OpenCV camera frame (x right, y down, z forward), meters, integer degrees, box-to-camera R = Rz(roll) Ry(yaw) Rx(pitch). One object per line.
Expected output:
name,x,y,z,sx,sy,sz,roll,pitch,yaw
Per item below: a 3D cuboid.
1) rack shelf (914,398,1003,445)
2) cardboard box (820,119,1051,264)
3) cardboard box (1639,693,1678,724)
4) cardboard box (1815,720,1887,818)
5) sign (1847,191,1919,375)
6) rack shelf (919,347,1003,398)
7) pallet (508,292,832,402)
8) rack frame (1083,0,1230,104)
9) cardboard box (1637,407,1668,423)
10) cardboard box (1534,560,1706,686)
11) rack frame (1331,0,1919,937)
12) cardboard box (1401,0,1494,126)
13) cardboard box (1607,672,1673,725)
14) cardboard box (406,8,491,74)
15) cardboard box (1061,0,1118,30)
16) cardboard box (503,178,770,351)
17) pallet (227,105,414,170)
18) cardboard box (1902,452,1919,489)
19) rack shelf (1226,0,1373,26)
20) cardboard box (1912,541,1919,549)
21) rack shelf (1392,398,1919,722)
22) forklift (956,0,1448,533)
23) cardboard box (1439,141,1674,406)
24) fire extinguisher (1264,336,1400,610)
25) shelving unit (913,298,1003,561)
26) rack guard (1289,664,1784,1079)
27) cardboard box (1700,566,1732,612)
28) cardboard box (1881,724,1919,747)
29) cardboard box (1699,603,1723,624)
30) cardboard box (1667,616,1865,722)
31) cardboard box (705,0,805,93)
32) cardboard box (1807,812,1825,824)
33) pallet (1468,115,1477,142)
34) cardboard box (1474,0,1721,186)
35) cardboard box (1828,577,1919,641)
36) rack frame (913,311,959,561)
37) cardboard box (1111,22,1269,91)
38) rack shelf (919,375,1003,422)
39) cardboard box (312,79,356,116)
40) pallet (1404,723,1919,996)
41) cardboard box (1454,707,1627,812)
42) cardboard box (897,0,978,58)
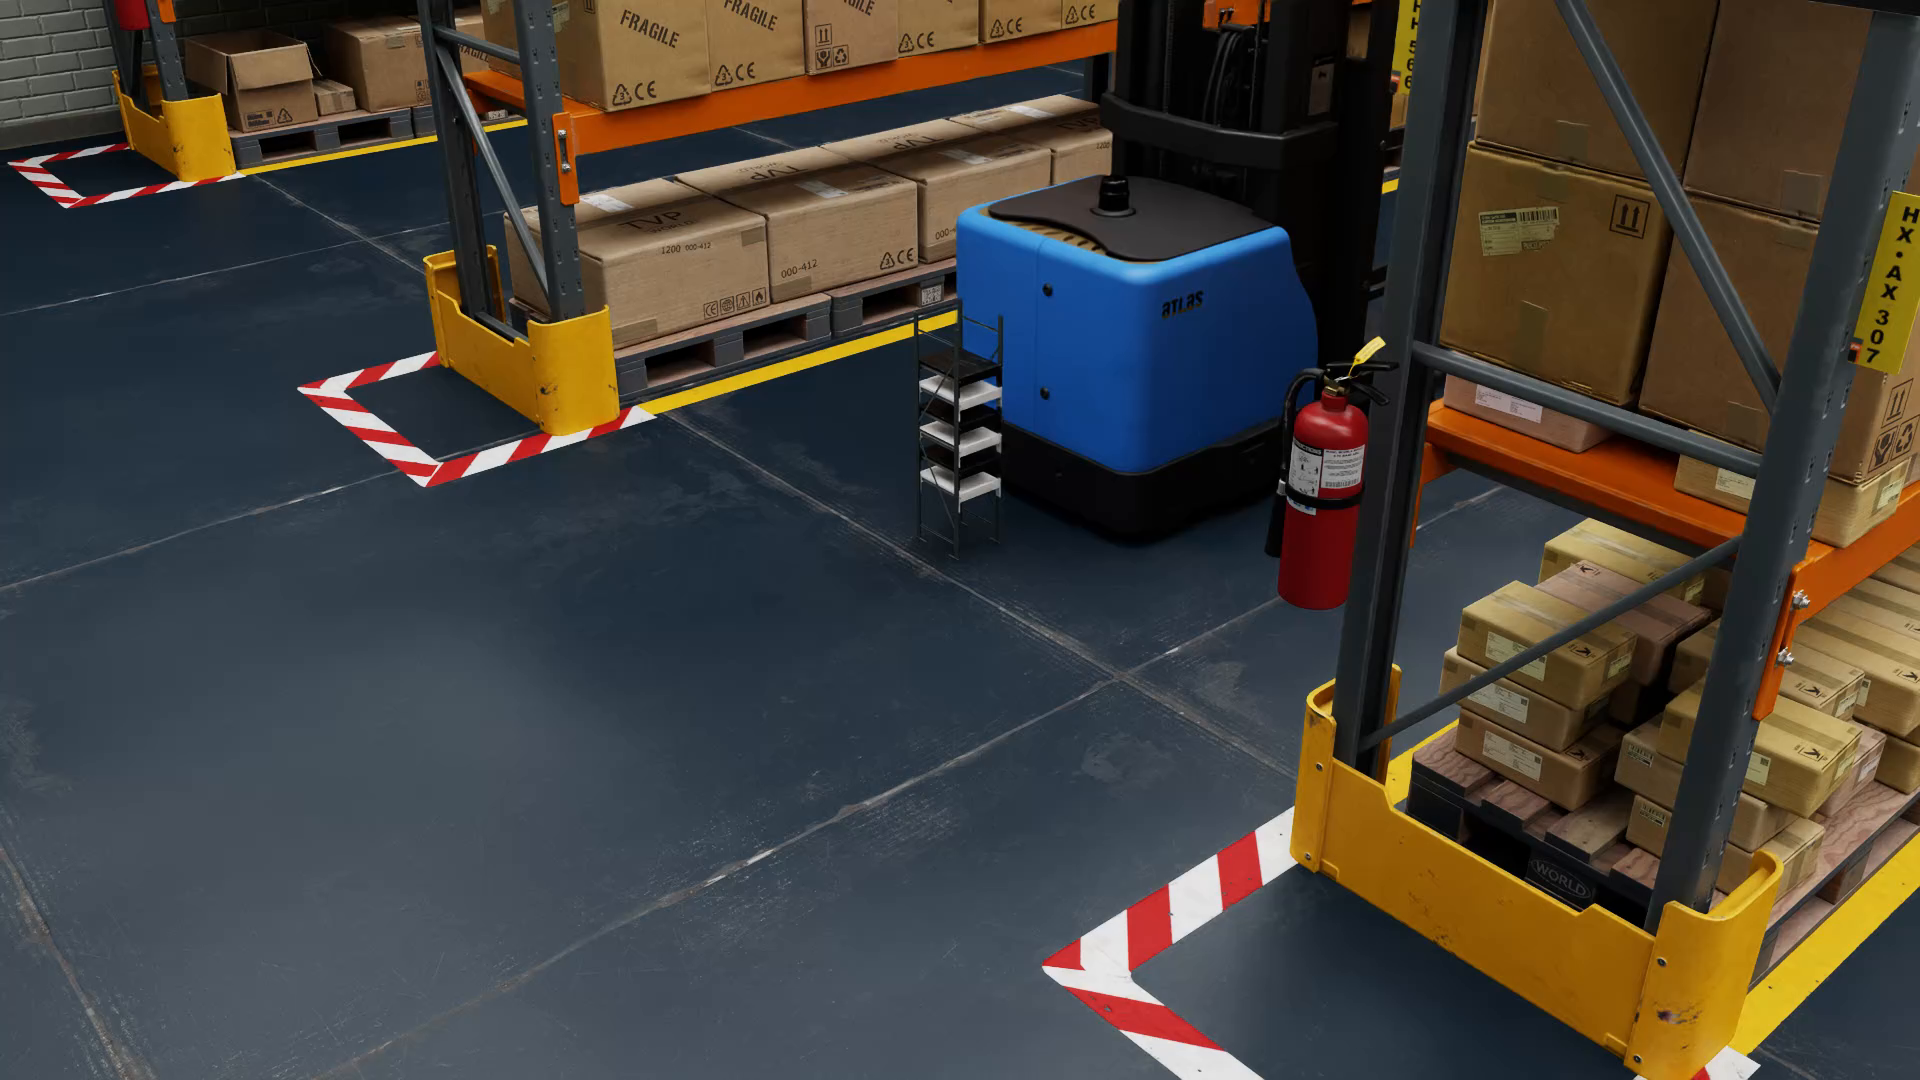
rack shelf,-0.006,-0.444,6.007,0.200,0.077,0.258,-22,35,-35
cardboard box,-0.133,-1.872,8.844,0.875,0.438,0.875,-23,36,-36
cardboard box,1.994,0.394,4.909,0.250,0.149,0.380,-22,35,-35
cardboard box,2.152,0.532,4.335,0.250,0.149,0.380,-22,35,-35
sign,1.694,-0.464,3.018,0.005,0.325,0.100,-22,35,-35
rack shelf,-0.006,-0.603,5.922,0.200,0.077,0.258,-22,35,-35
pallet,-1.390,-1.064,8.017,1.213,0.211,1.003,-22,35,-35
rack frame,1.095,-3.245,9.139,0.127,3.000,1.000,-22,35,-35
cardboard box,1.620,-0.430,4.139,0.250,0.149,0.380,-22,35,-35
cardboard box,1.809,0.224,4.597,0.250,0.149,0.380,-21,35,-34
rack frame,1.342,-0.277,3.586,0.127,3.000,1.000,-22,35,-35
cardboard box,2.878,-3.264,10.983,0.875,0.875,0.875,-21,35,-34
cardboard box,1.792,0.339,4.696,0.250,0.149,0.380,-23,36,-36
cardboard box,-3.503,-3.409,11.653,0.500,0.500,0.500,-21,35,-34
cardboard box,0.521,-2.896,8.380,0.500,0.500,0.500,-23,36,-36
cardboard box,-1.510,-1.314,7.799,0.875,0.438,0.875,-23,36,-37
pallet,-4.508,-2.837,11.335,1.213,0.211,1.003,-22,35,-35
cardboard box,1.968,-0.241,3.784,0.250,0.149,0.380,-20,34,-33
rack shelf,2.617,-3.539,10.454,4.000,0.370,1.077,-22,35,-35
cardboard box,2.950,0.085,4.857,0.250,0.149,0.380,-21,35,-34
rack shelf,2.864,-0.572,4.900,4.000,0.370,1.077,-22,35,-35
forklift,1.409,-1.892,6.680,3.031,2.935,1.130,-23,35,-36
cardboard box,1.517,-0.682,3.922,0.500,0.500,0.500,-21,35,-34
fire extinguisher,0.851,-0.167,3.858,0.183,0.674,0.296,-22,35,-35
shelving unit,-0.006,-0.394,6.033,0.210,0.900,0.258,-22,35,-35
rack guard,1.400,0.802,4.219,0.348,0.500,1.175,-22,35,-35
cardboard box,2.161,0.042,4.936,0.250,0.149,0.380,-24,36,-37
cardboard box,2.547,0.386,4.609,0.250,0.149,0.380,-21,34,-33
cardboard box,2.224,0.195,4.966,0.250,0.149,0.380,-22,35,-35
cardboard box,2.093,0.367,4.329,0.250,0.149,0.380,-21,35,-34
cardboard box,-1.029,-2.274,7.216,0.500,0.500,0.500,-22,35,-36
cardboard box,2.094,0.640,4.449,0.250,0.149,0.380,-22,35,-35
pallet,3.490,-3.024,11.685,1.213,0.211,1.003,-22,35,-35
cardboard box,1.529,-1.123,3.685,0.500,0.500,0.500,-23,36,-36
cardboard box,2.503,0.230,4.585,0.250,0.149,0.380,-24,36,-37
rack frame,-0.084,-0.363,5.975,0.006,0.900,0.240,-22,35,-35
cardboard box,1.515,-2.711,9.949,0.875,0.875,0.875,-21,34,-33
rack shelf,-0.006,-0.524,5.964,0.200,0.077,0.258,-22,35,-35
cardboard box,-4.297,-2.997,11.254,0.250,0.149,0.380,-24,36,-37
pallet,2.041,0.694,4.728,1.213,0.211,1.003,-22,35,-35
cardboard box,1.607,0.559,4.600,0.250,0.149,0.380,-21,35,-34
cardboard box,-0.261,-2.582,7.793,0.500,0.500,0.500,-21,34,-33
